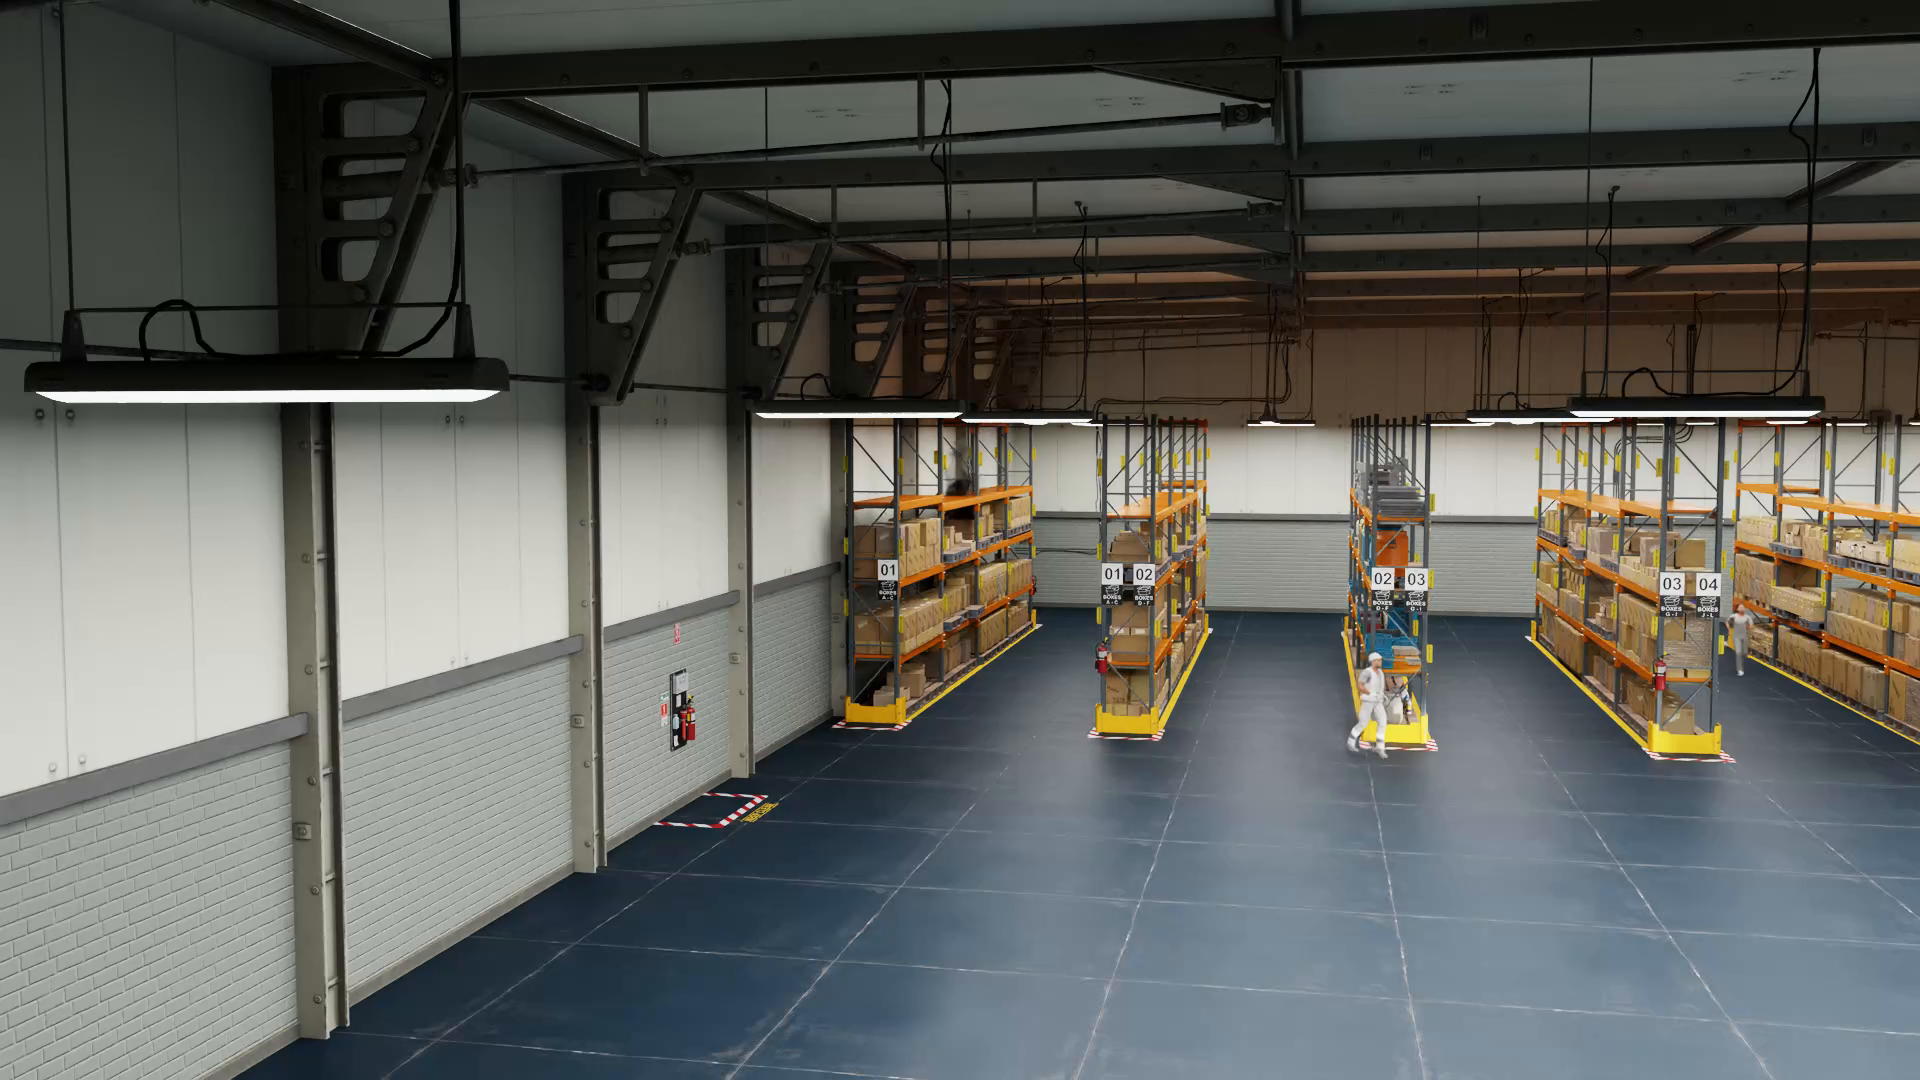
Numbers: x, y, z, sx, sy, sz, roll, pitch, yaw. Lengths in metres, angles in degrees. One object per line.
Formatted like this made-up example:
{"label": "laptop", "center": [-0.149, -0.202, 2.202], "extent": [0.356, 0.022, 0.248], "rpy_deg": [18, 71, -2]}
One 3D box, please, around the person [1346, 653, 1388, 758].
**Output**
{"label": "person", "center": [7.297, 2.872, 29.189], "extent": [0.732, 1.779, 0.863], "rpy_deg": [-2, 4, -30]}

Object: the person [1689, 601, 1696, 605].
{"label": "person", "center": [18.820, 2.075, 42.587], "extent": [0.556, 1.704, 0.725], "rpy_deg": [1, 4, 21]}

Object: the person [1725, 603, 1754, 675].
{"label": "person", "center": [18.205, 2.288, 38.809], "extent": [0.570, 1.646, 0.961], "rpy_deg": [1, 4, 12]}
